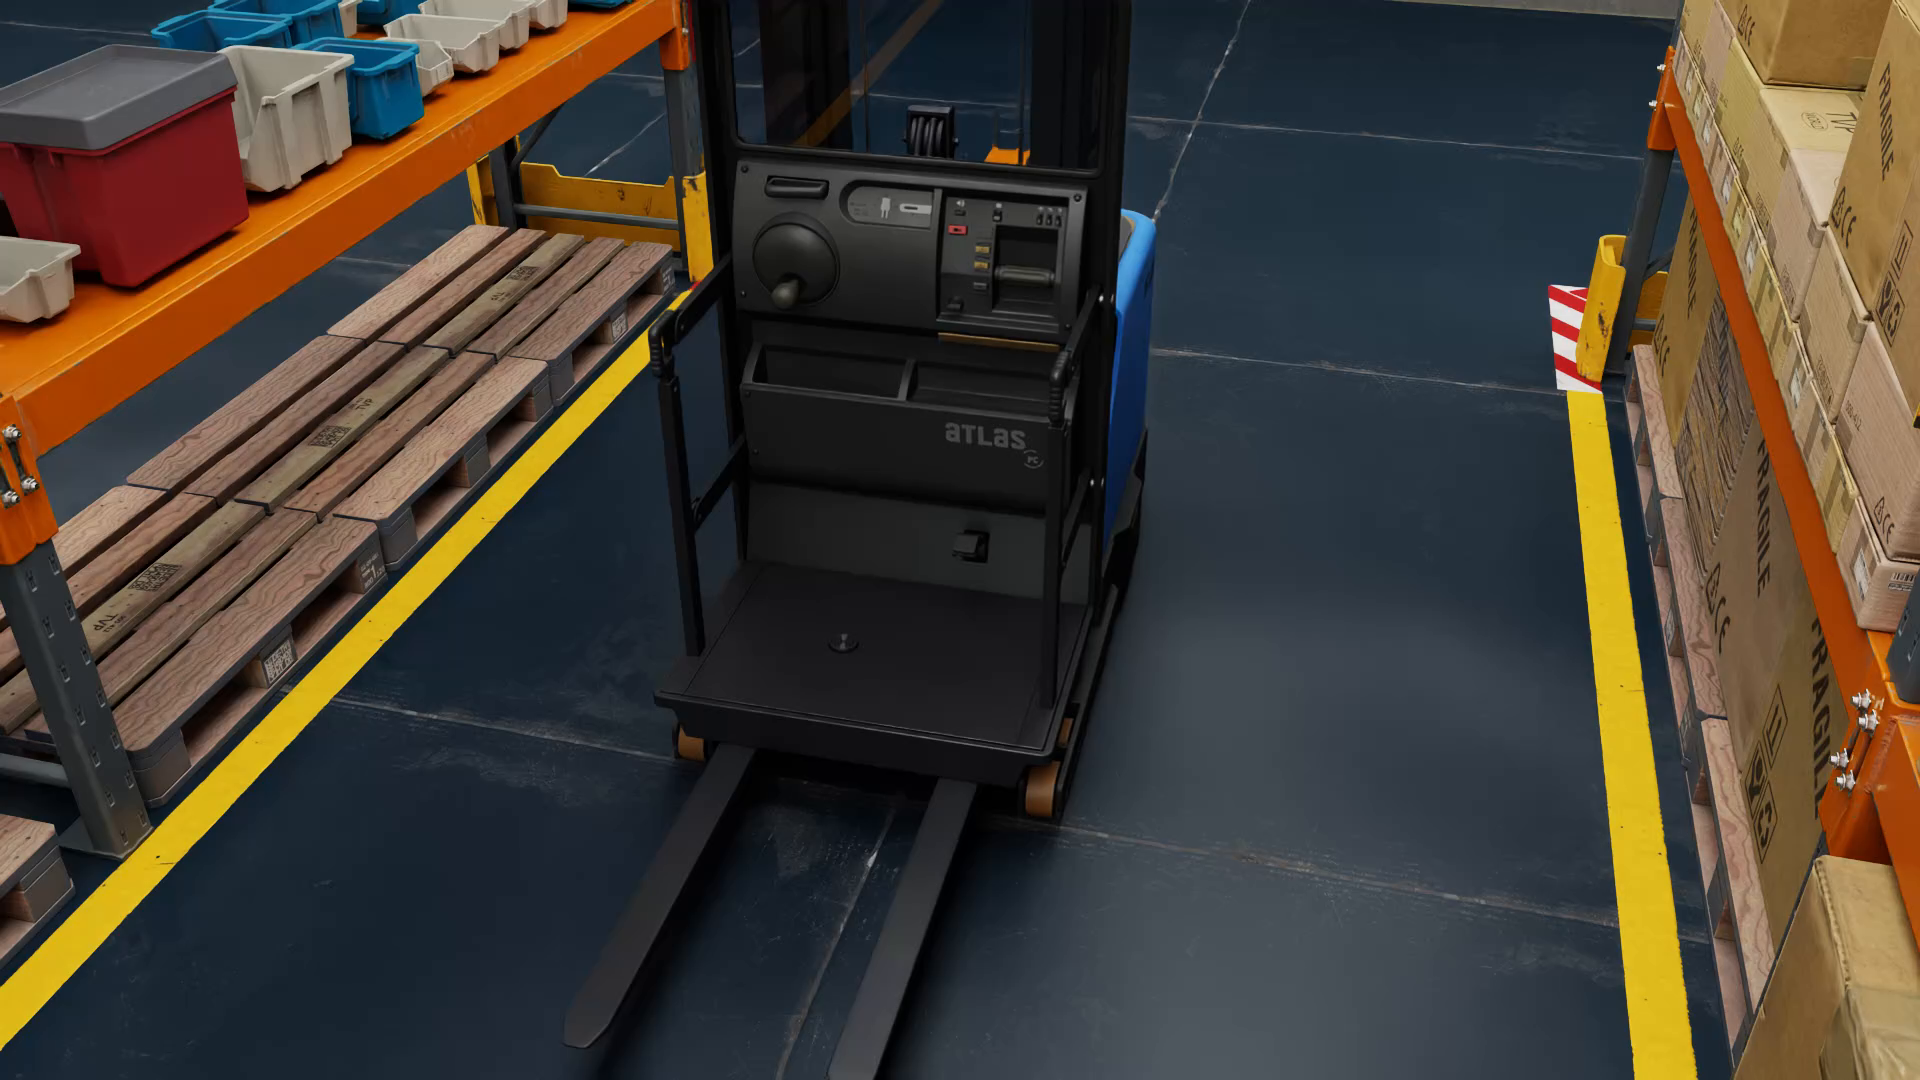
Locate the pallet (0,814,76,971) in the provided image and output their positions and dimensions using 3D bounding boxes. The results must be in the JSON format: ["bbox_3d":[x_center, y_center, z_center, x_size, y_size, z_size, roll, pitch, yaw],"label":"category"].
[{"bbox_3d":[-2.918,1.059,3.887,1.003,0.211,1.213,8,33,12],"label":"pallet"}]

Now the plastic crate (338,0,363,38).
[{"bbox_3d":[-2.382,-1.911,6.151,0.250,0.136,0.298,8,33,12],"label":"plastic crate"}]

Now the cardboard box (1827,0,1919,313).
[{"bbox_3d":[2.098,-0.751,3.299,0.500,0.500,0.500,8,33,13],"label":"cardboard box"}]

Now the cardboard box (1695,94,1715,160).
[{"bbox_3d":[2.521,-1.267,5.180,0.380,0.149,0.250,8,33,12],"label":"cardboard box"}]

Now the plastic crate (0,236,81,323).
[{"bbox_3d":[-2.426,-0.648,4.164,0.396,0.136,0.243,8,33,12],"label":"plastic crate"}]

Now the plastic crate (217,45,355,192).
[{"bbox_3d":[-2.116,-1.255,4.982,0.437,0.282,0.530,8,33,12],"label":"plastic crate"}]

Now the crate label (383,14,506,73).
[{"bbox_3d":[-1.833,-1.758,5.909,0.396,0.136,0.243,8,33,12],"label":"crate label"}]

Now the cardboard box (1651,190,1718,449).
[{"bbox_3d":[3.039,-0.851,5.882,0.875,0.875,0.875,8,33,12],"label":"cardboard box"}]

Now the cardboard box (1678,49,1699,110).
[{"bbox_3d":[2.651,-1.535,5.603,0.380,0.149,0.250,8,33,12],"label":"cardboard box"}]

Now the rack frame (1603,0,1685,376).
[{"bbox_3d":[3.124,-1.914,5.964,1.000,3.000,0.127,8,33,12],"label":"rack frame"}]

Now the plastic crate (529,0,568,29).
[{"bbox_3d":[-1.699,-2.054,6.375,0.396,0.136,0.243,8,33,12],"label":"plastic crate"}]

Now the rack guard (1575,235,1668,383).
[{"bbox_3d":[3.130,-0.871,6.654,1.175,0.500,0.348,8,33,12],"label":"rack guard"}]

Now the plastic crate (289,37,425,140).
[{"bbox_3d":[-1.940,-1.442,5.322,0.416,0.233,0.300,8,33,12],"label":"plastic crate"}]

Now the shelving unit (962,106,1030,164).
[{"bbox_3d":[0.183,-0.902,6.051,0.258,1.200,0.503,7,33,11],"label":"shelving unit"}]

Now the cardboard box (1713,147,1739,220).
[{"bbox_3d":[2.391,-1.001,4.762,0.380,0.149,0.250,8,33,12],"label":"cardboard box"}]

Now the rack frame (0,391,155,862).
[{"bbox_3d":[-2.682,-0.512,3.760,1.000,3.000,0.127,8,33,12],"label":"rack frame"}]

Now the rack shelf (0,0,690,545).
[{"bbox_3d":[-2.175,-1.246,5.585,1.077,0.370,4.000,8,33,12],"label":"rack shelf"}]

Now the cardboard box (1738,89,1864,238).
[{"bbox_3d":[2.357,-0.961,4.328,0.500,0.250,0.500,7,33,11],"label":"cardboard box"}]

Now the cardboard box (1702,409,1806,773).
[{"bbox_3d":[2.582,0.083,4.413,0.875,0.875,0.875,8,33,12],"label":"cardboard box"}]

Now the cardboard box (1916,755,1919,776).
[{"bbox_3d":[1.750,0.325,2.350,0.500,0.500,0.500,8,33,13],"label":"cardboard box"}]

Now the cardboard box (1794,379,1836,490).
[{"bbox_3d":[2.000,-0.201,3.505,0.380,0.149,0.250,7,33,12],"label":"cardboard box"}]

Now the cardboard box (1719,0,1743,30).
[{"bbox_3d":[2.614,-1.820,4.981,0.500,0.500,0.500,7,33,11],"label":"cardboard box"}]

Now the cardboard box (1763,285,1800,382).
[{"bbox_3d":[2.130,-0.469,3.926,0.380,0.149,0.250,9,33,13],"label":"cardboard box"}]

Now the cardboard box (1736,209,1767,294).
[{"bbox_3d":[2.261,-0.734,4.342,0.380,0.149,0.250,9,33,13],"label":"cardboard box"}]

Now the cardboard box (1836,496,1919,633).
[{"bbox_3d":[1.869,0.065,3.085,0.380,0.149,0.250,8,33,13],"label":"cardboard box"}]

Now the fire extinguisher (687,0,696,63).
[{"bbox_3d":[-1.189,-2.414,7.171,0.296,0.674,0.183,8,33,12],"label":"fire extinguisher"}]

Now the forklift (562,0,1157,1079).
[{"bbox_3d":[-0.187,-0.702,4.122,1.130,2.935,3.031,7,33,11],"label":"forklift"}]

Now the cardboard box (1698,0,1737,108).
[{"bbox_3d":[2.615,-1.493,5.165,0.500,0.250,0.500,8,33,12],"label":"cardboard box"}]

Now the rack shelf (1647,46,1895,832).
[{"bbox_3d":[2.616,-0.572,4.525,1.077,0.370,4.000,8,33,12],"label":"rack shelf"}]

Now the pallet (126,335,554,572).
[{"bbox_3d":[-2.225,-0.357,6.115,1.003,0.211,1.213,8,33,12],"label":"pallet"}]

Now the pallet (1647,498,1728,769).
[{"bbox_3d":[2.685,0.320,5.050,1.003,0.211,1.213,8,33,12],"label":"pallet"}]

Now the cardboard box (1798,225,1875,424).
[{"bbox_3d":[2.096,-0.434,3.499,0.500,0.250,0.500,9,34,14],"label":"cardboard box"}]

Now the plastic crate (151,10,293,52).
[{"bbox_3d":[-2.458,-1.620,5.603,0.416,0.233,0.300,8,33,12],"label":"plastic crate"}]

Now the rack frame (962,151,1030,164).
[{"bbox_3d":[0.125,-0.775,5.851,0.240,1.200,0.015,7,33,11],"label":"rack frame"}]
